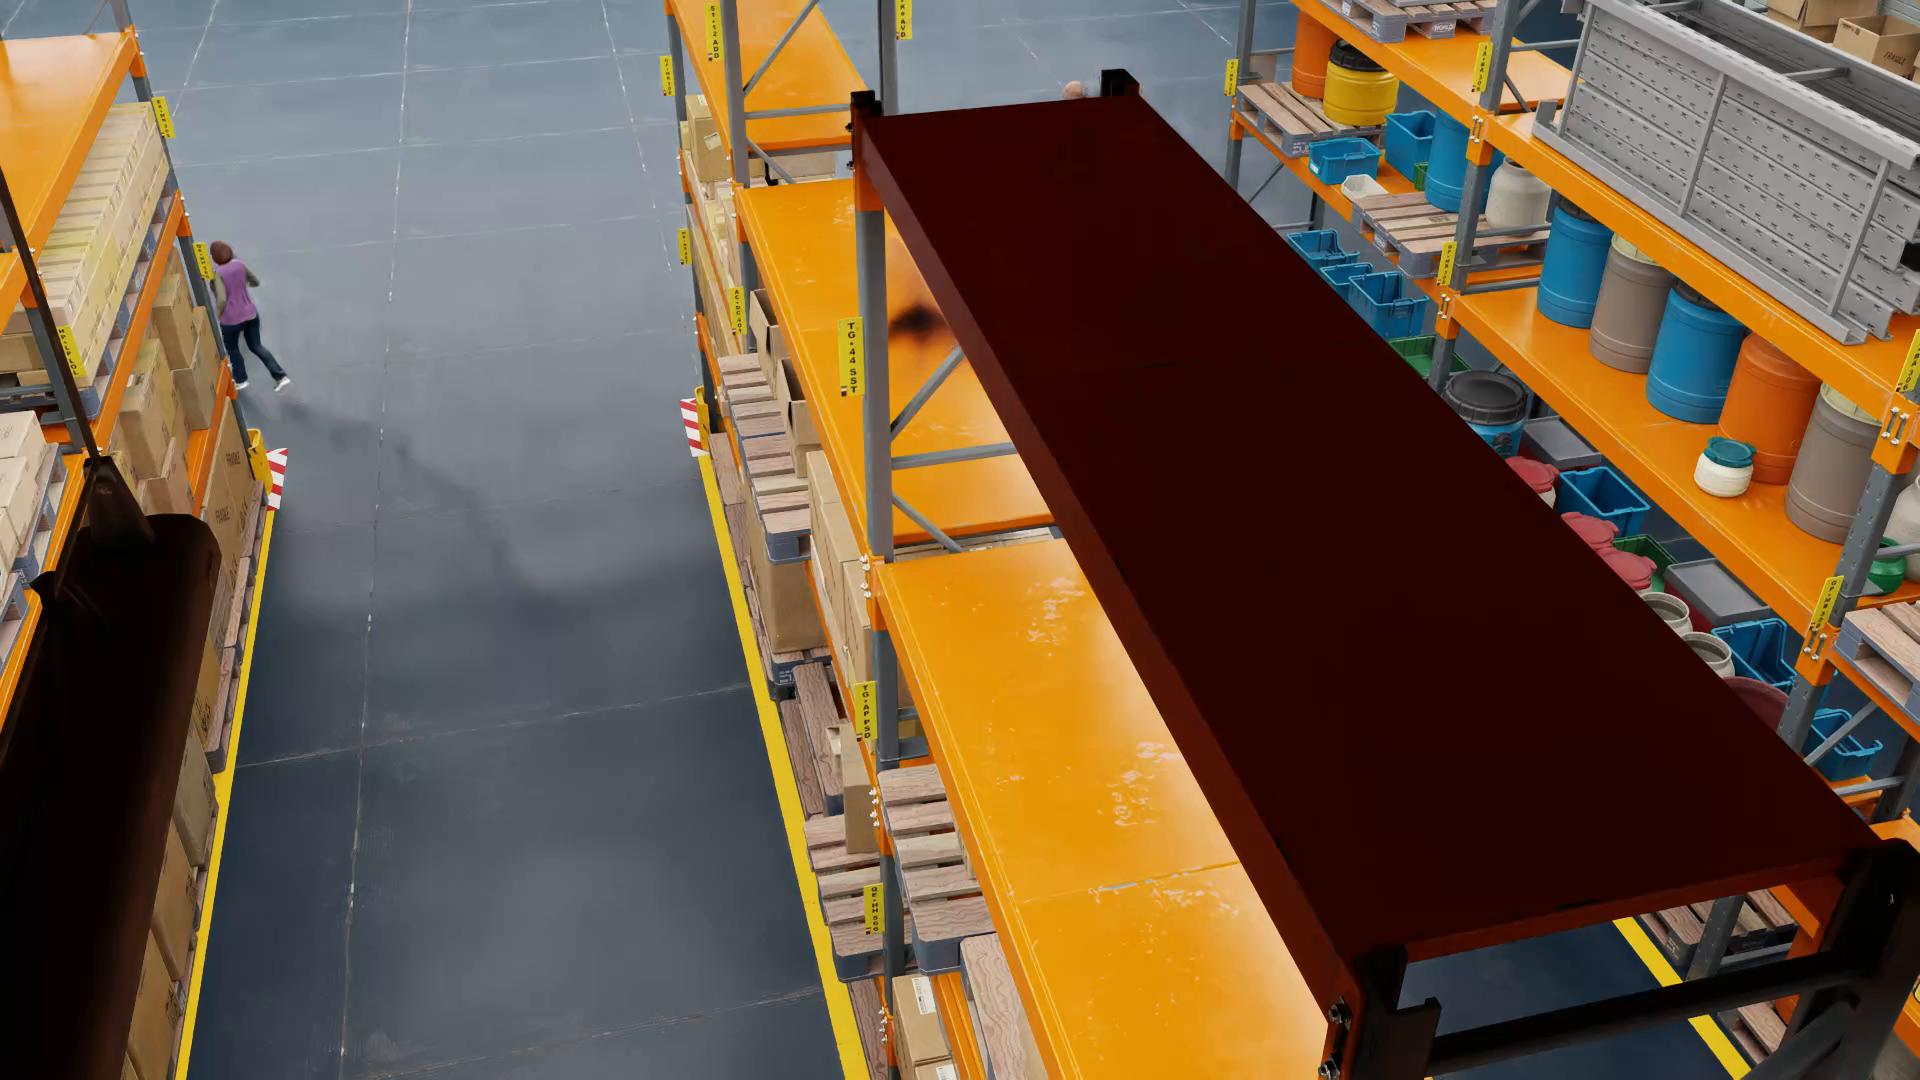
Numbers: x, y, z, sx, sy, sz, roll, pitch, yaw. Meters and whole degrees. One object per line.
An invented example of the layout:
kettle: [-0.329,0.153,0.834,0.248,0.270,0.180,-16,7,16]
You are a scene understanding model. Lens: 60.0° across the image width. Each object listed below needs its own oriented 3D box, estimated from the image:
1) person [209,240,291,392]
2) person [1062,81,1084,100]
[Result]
person: [-6.785,-2.087,15.707,0.807,1.607,0.546,20,39,27]
person: [1.268,-4.385,18.961,0.746,1.729,0.712,6,35,8]
